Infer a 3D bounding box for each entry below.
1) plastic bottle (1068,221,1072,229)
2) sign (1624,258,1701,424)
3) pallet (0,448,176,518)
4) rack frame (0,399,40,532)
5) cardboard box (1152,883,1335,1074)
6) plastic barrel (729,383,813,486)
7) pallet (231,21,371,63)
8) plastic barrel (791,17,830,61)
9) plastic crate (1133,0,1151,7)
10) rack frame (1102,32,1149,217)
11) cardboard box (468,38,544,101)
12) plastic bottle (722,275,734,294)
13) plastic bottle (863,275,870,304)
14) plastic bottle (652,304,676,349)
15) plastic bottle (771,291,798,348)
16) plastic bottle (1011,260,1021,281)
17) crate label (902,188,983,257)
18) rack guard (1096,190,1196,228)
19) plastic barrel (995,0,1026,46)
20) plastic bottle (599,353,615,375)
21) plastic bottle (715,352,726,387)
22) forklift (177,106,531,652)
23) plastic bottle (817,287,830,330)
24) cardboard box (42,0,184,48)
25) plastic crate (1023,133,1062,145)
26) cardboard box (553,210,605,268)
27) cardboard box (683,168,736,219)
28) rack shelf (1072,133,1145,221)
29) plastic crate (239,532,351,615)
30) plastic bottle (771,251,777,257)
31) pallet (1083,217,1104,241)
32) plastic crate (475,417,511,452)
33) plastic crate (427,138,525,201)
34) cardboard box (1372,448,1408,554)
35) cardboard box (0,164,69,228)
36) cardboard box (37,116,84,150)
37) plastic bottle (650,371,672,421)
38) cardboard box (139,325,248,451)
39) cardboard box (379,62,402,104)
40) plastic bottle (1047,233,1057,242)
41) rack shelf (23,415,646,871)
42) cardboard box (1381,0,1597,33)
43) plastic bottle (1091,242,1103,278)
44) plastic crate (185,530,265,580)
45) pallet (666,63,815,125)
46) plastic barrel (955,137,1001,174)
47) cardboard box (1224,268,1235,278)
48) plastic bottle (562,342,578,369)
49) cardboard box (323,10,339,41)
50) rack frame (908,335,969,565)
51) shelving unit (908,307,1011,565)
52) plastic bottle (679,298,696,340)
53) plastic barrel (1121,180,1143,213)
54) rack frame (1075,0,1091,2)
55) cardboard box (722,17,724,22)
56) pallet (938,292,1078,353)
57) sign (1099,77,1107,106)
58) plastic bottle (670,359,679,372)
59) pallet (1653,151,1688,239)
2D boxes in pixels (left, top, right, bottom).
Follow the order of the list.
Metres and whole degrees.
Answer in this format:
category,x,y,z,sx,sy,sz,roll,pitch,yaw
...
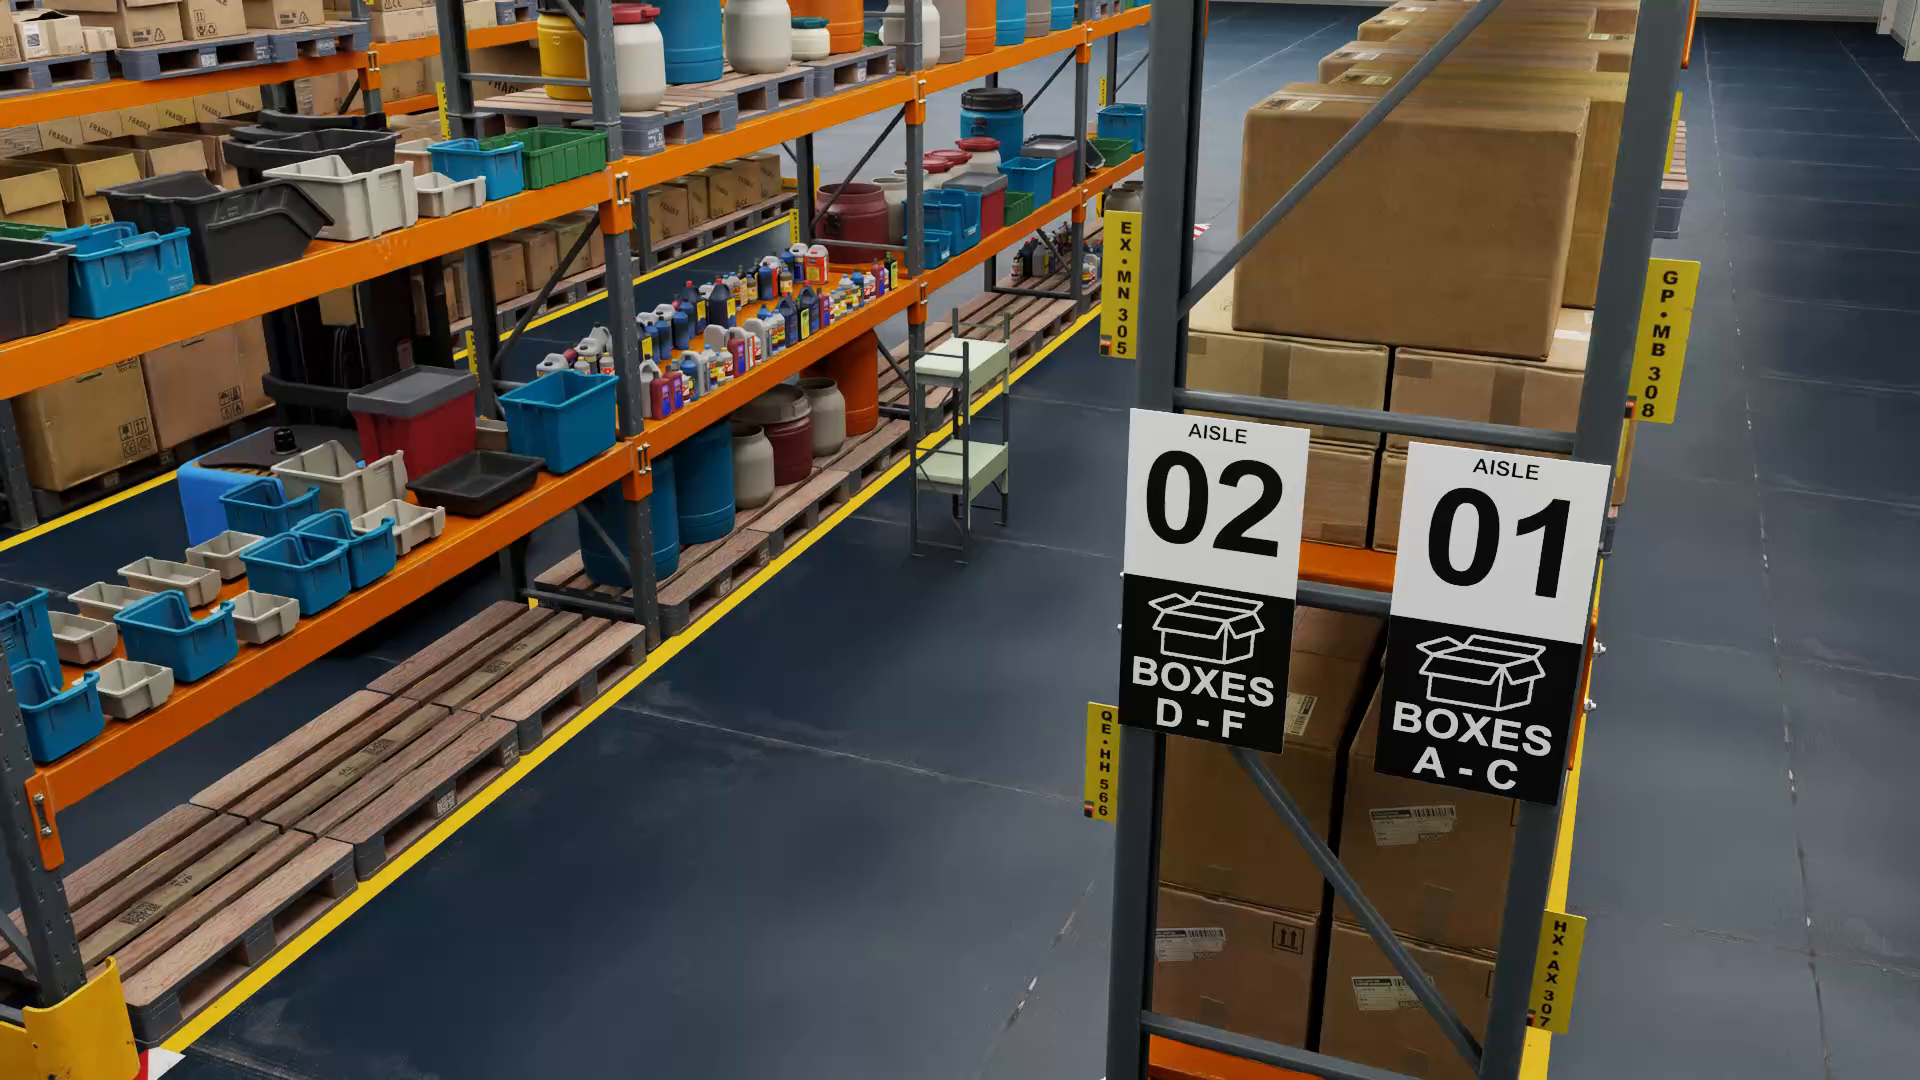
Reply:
category,x,y,z,sx,sy,sz,roll,pitch,yaw
plastic bottle,1.251,-3.455,18.598,0.097,0.271,0.097,0,23,0
sign,1.372,-0.389,3.263,0.100,0.325,0.005,9,24,20
pallet,-6.626,-0.530,12.245,1.003,0.211,1.213,9,24,20
rack frame,-6.842,-1.530,11.021,1.000,3.000,0.127,9,24,20
cardboard box,0.782,1.076,4.653,0.500,0.500,0.500,10,25,22
plastic barrel,-1.343,-0.752,11.741,0.600,0.588,0.708,9,24,20
pallet,-5.546,-4.020,13.336,1.213,0.211,1.003,10,25,22
plastic barrel,-1.020,-3.361,11.149,0.301,0.262,0.301,0,23,0
plastic crate,1.785,-5.766,17.292,0.392,0.384,0.575,9,24,20
rack frame,2.214,-5.115,19.604,1.000,3.000,0.127,9,24,20
cardboard box,-4.296,-4.599,17.045,1.000,1.000,1.000,9,24,20
plastic bottle,-1.631,-1.716,11.633,0.097,0.271,0.097,0,23,0
plastic bottle,-0.694,-1.798,11.922,0.097,0.201,0.097,0,23,0
plastic bottle,-1.938,-1.393,10.854,0.152,0.276,0.135,9,24,20
plastic bottle,-1.153,-1.450,10.893,0.144,0.351,0.185,9,24,20
plastic bottle,0.573,-2.770,17.049,0.097,0.201,0.097,0,23,0
crate label,-0.138,-2.585,13.502,0.502,0.435,0.616,9,24,20
rack guard,2.229,-3.928,20.004,1.175,0.500,0.348,9,24,20
plastic barrel,0.255,-4.618,13.871,0.600,0.901,0.708,9,24,20
plastic bottle,-2.139,-1.036,10.096,0.097,0.201,0.097,0,23,0
plastic bottle,-1.478,-1.043,10.114,0.097,0.201,0.097,0,23,0
forklift,-3.514,-1.252,10.444,1.130,2.935,3.031,8,24,18
plastic bottle,-0.937,-1.583,11.300,0.061,0.283,0.133,9,24,20
cardboard box,-6.096,-3.853,12.011,0.797,0.503,0.637,8,24,19
plastic crate,0.887,-4.050,17.247,0.499,0.251,0.616,9,24,20
cardboard box,-4.119,-3.226,17.753,0.700,0.500,0.500,7,24,16
cardboard box,-3.073,-4.203,20.119,0.500,0.500,0.500,11,25,25
rack shelf,1.471,-4.067,18.029,1.077,0.370,4.000,9,24,20
plastic crate,-2.843,0.148,7.144,0.416,0.233,0.300,9,24,20
plastic bottle,-1.383,-1.979,12.246,0.061,0.283,0.133,9,24,20
pallet,1.922,-3.504,19.366,1.003,0.211,1.213,9,24,20
plastic crate,-2.549,-0.581,9.013,0.396,0.136,0.243,9,24,20
plastic crate,-2.286,-1.756,7.888,0.416,0.233,0.300,9,24,20
cardboard box,1.295,-0.141,3.999,0.500,0.250,0.500,9,24,20
cardboard box,-6.613,-2.269,11.358,0.797,0.503,0.637,8,24,19
cardboard box,-9.320,-4.058,16.943,0.500,0.500,0.500,9,24,20
plastic bottle,-1.711,-0.837,9.513,0.061,0.283,0.133,9,24,20
cardboard box,-6.292,-1.295,12.670,1.225,0.875,0.875,8,24,18
cardboard box,-7.715,-5.922,21.342,0.875,0.550,0.500,9,24,20
plastic bottle,0.955,-3.143,17.846,0.152,0.276,0.135,9,24,21
rack shelf,-2.987,0.227,7.748,1.077,0.370,4.000,9,24,20
cardboard box,1.891,-1.664,6.022,0.700,0.500,0.500,9,24,20
plastic bottle,1.413,-2.894,17.152,0.144,0.351,0.185,9,24,21
plastic crate,-3.300,0.074,7.446,0.298,0.136,0.250,9,24,20
pallet,-1.625,-2.818,10.459,1.003,0.211,1.213,9,24,20
plastic barrel,0.169,-3.435,15.406,0.433,0.535,0.433,0,23,0
cardboard box,1.007,-0.624,4.506,0.500,0.250,0.500,9,24,20
plastic bottle,-2.354,-1.043,10.008,0.061,0.283,0.133,9,24,20
cardboard box,-5.408,-4.481,14.390,0.500,0.250,0.500,9,24,20
rack frame,-0.134,-0.563,10.653,0.400,1.500,0.023,9,24,20
shelving unit,0.002,-0.694,10.967,0.431,1.500,0.755,9,24,20
plastic bottle,-1.815,-1.475,11.057,0.097,0.271,0.097,0,23,0
plastic barrel,2.040,-3.914,19.412,0.421,0.512,0.421,0,23,0
rack frame,0.728,-6.452,15.020,1.000,3.000,0.127,9,24,20
cardboard box,-2.728,-5.878,19.618,0.500,0.500,0.500,9,24,20
pallet,0.472,-2.110,16.028,1.003,0.211,1.213,9,24,20
sign,1.704,-5.323,19.743,0.100,0.325,0.005,9,24,20
plastic bottle,-1.705,-0.982,9.968,0.097,0.201,0.097,0,23,0
pallet,2.661,-1.631,7.615,1.213,0.211,1.003,9,24,20
